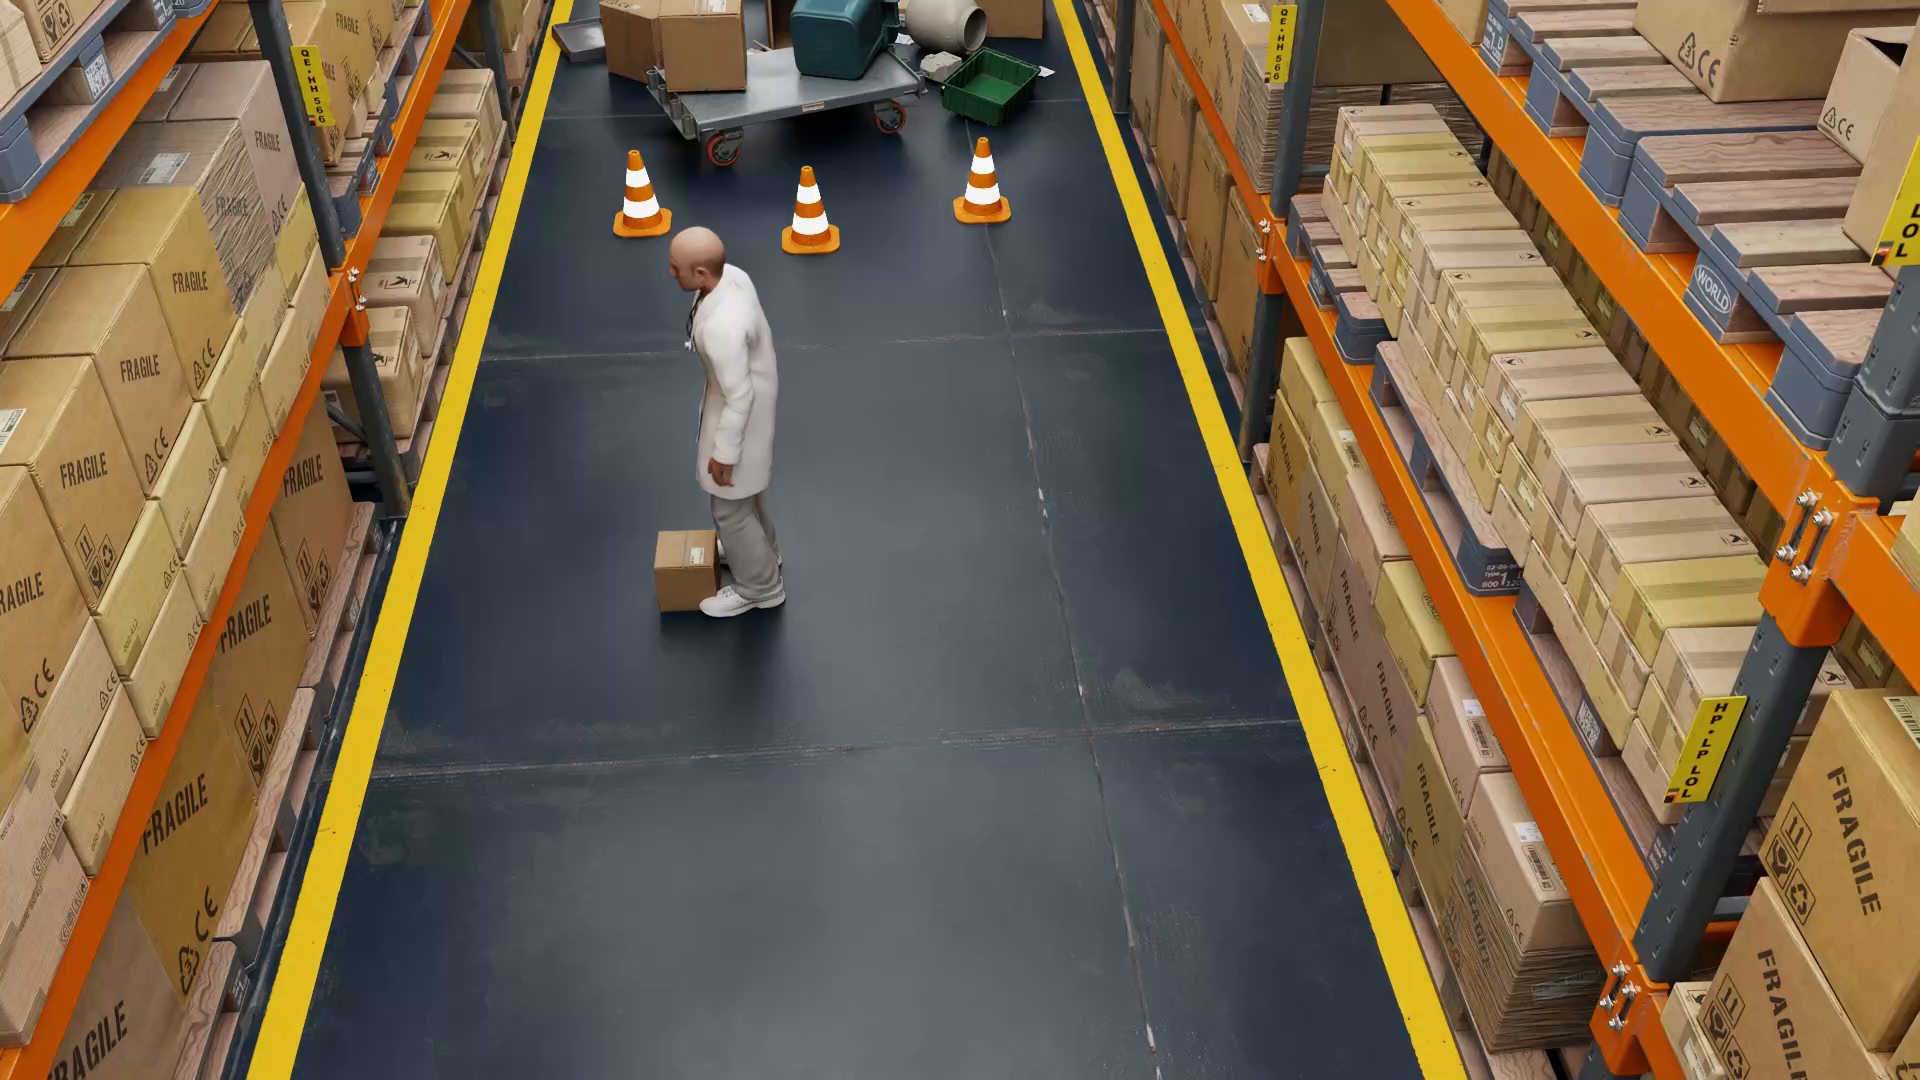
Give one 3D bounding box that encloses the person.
[{"bbox_3d":[-0.934,-0.481,6.768,0.418,1.774,0.646,-3,39,-4],"label":"person"}]
